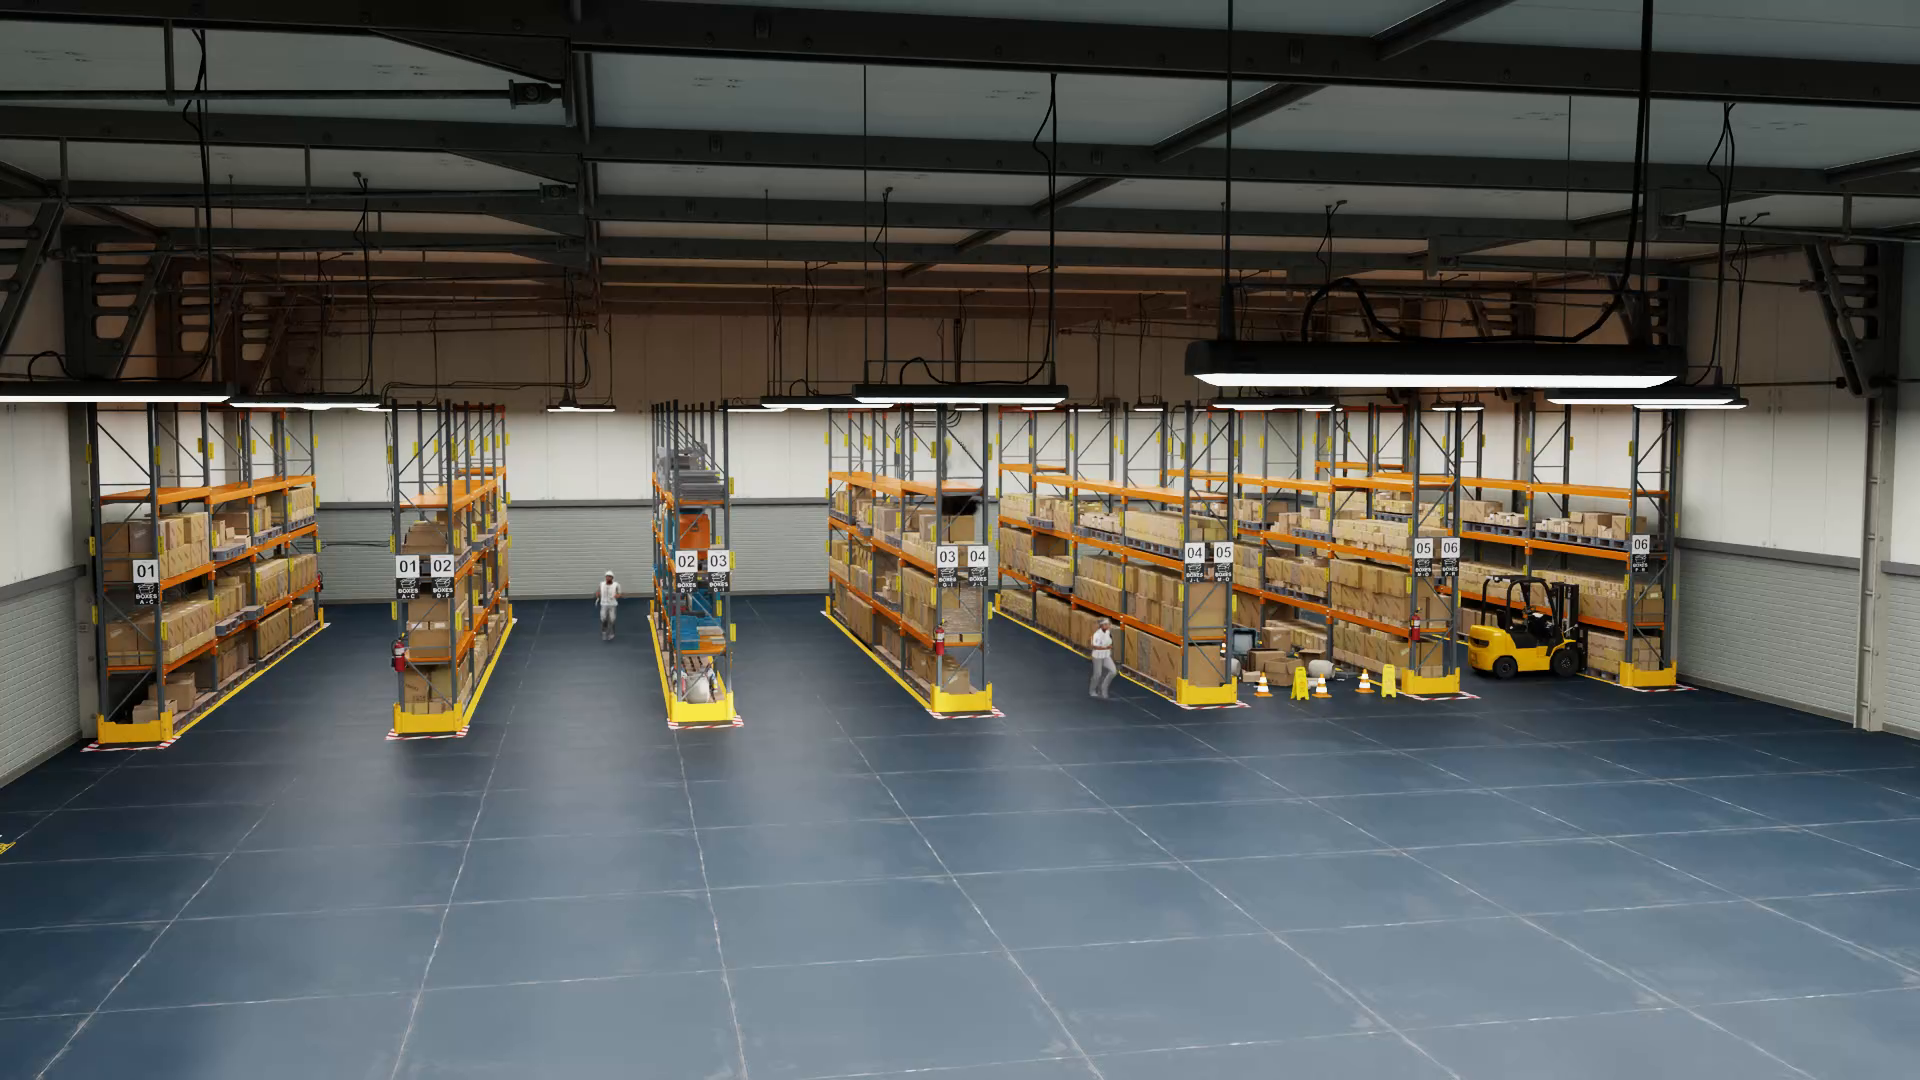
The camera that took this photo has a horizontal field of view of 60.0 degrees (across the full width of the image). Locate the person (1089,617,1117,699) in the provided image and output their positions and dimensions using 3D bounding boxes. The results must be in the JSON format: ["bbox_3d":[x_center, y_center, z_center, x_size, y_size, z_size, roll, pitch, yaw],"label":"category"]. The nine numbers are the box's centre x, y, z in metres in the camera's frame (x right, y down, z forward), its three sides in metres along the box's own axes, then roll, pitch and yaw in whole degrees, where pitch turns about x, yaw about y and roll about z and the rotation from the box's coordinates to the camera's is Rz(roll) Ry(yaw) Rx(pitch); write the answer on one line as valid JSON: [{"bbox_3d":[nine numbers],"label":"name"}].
[{"bbox_3d":[2.866,2.363,33.373,0.605,1.665,0.790,-3,5,-37],"label":"person"}]

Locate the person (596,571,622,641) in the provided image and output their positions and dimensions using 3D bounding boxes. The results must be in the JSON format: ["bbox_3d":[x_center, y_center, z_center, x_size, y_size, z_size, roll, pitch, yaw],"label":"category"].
[{"bbox_3d":[-8.875,1.670,41.986,0.666,1.763,0.677,0,4,-6],"label":"person"}]
